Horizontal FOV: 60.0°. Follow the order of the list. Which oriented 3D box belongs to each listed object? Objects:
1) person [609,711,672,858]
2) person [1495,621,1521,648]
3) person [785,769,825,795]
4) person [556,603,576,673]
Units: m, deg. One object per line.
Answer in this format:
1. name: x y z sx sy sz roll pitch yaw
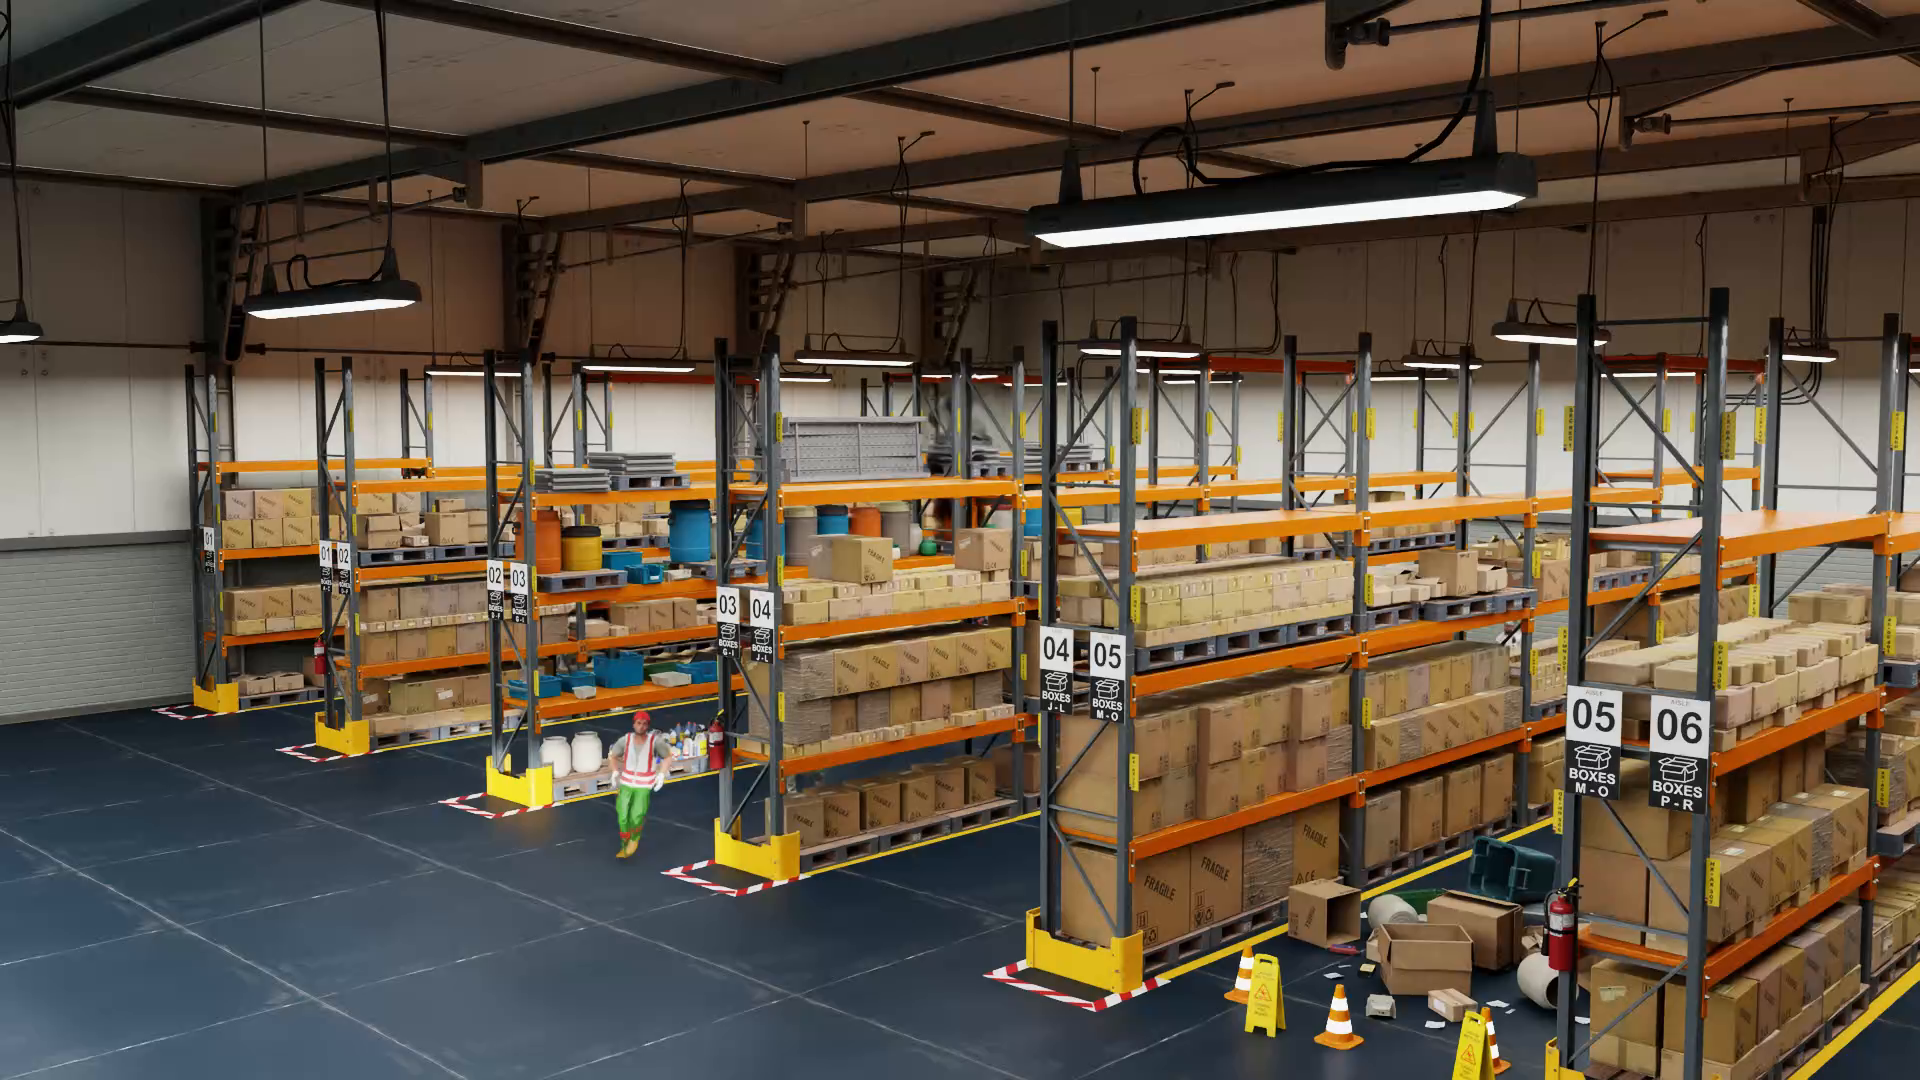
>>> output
1. person: -3.714 2.827 19.137 0.693 1.728 0.551 0 4 5
2. person: 9.435 2.164 28.528 0.594 1.675 0.747 3 5 31
3. person: -2.110 2.618 21.919 0.689 1.740 0.747 3 5 31
4. person: -7.178 1.979 30.395 0.698 1.718 0.610 4 6 43
